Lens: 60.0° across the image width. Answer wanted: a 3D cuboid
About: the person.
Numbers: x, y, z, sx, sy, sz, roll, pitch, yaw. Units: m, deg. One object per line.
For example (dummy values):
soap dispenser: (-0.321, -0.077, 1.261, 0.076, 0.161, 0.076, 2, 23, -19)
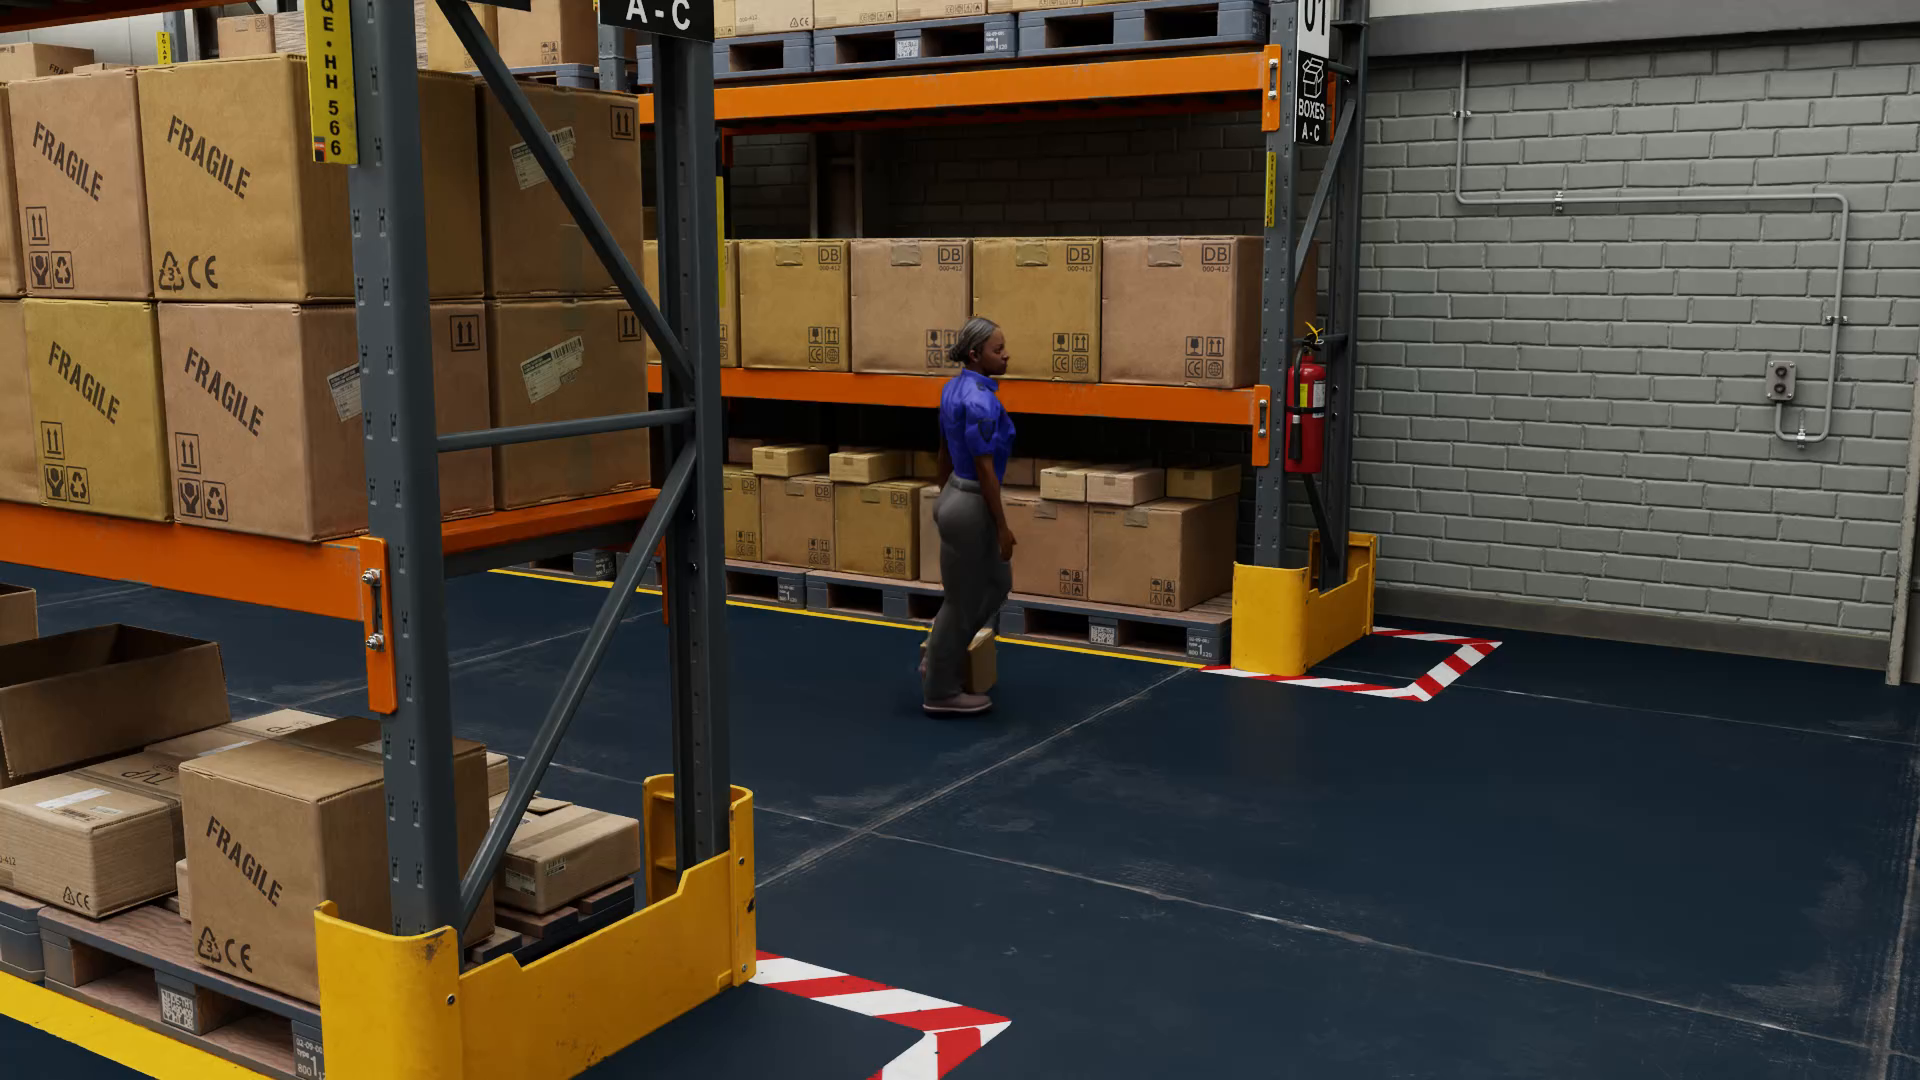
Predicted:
person: (0.049, -0.095, 6.885, 0.418, 1.646, 0.572, -2, 10, -12)
